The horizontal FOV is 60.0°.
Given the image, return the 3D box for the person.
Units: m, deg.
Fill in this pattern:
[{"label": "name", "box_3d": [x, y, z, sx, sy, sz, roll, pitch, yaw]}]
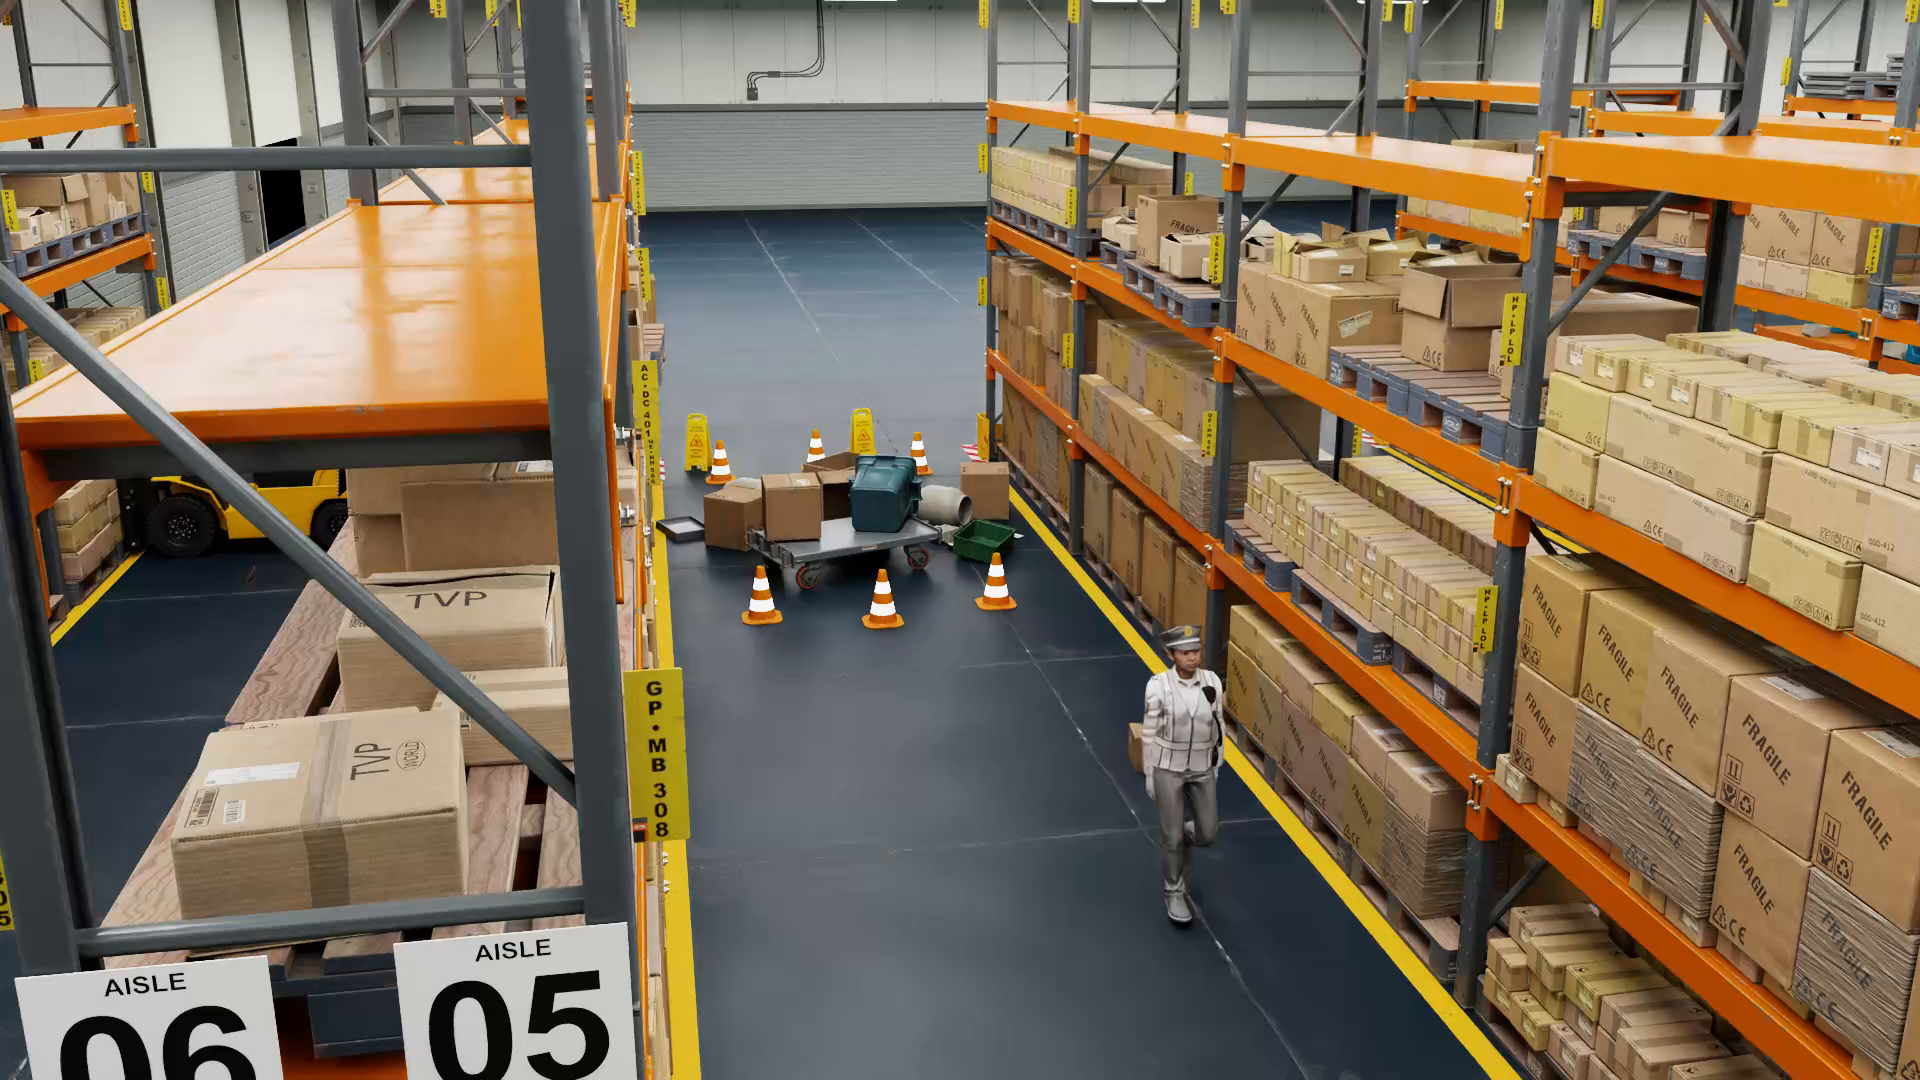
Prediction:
[{"label": "person", "box_3d": [1.234, 1.239, 9.228, 0.485, 1.675, 0.582, -2, 17, -8]}]
